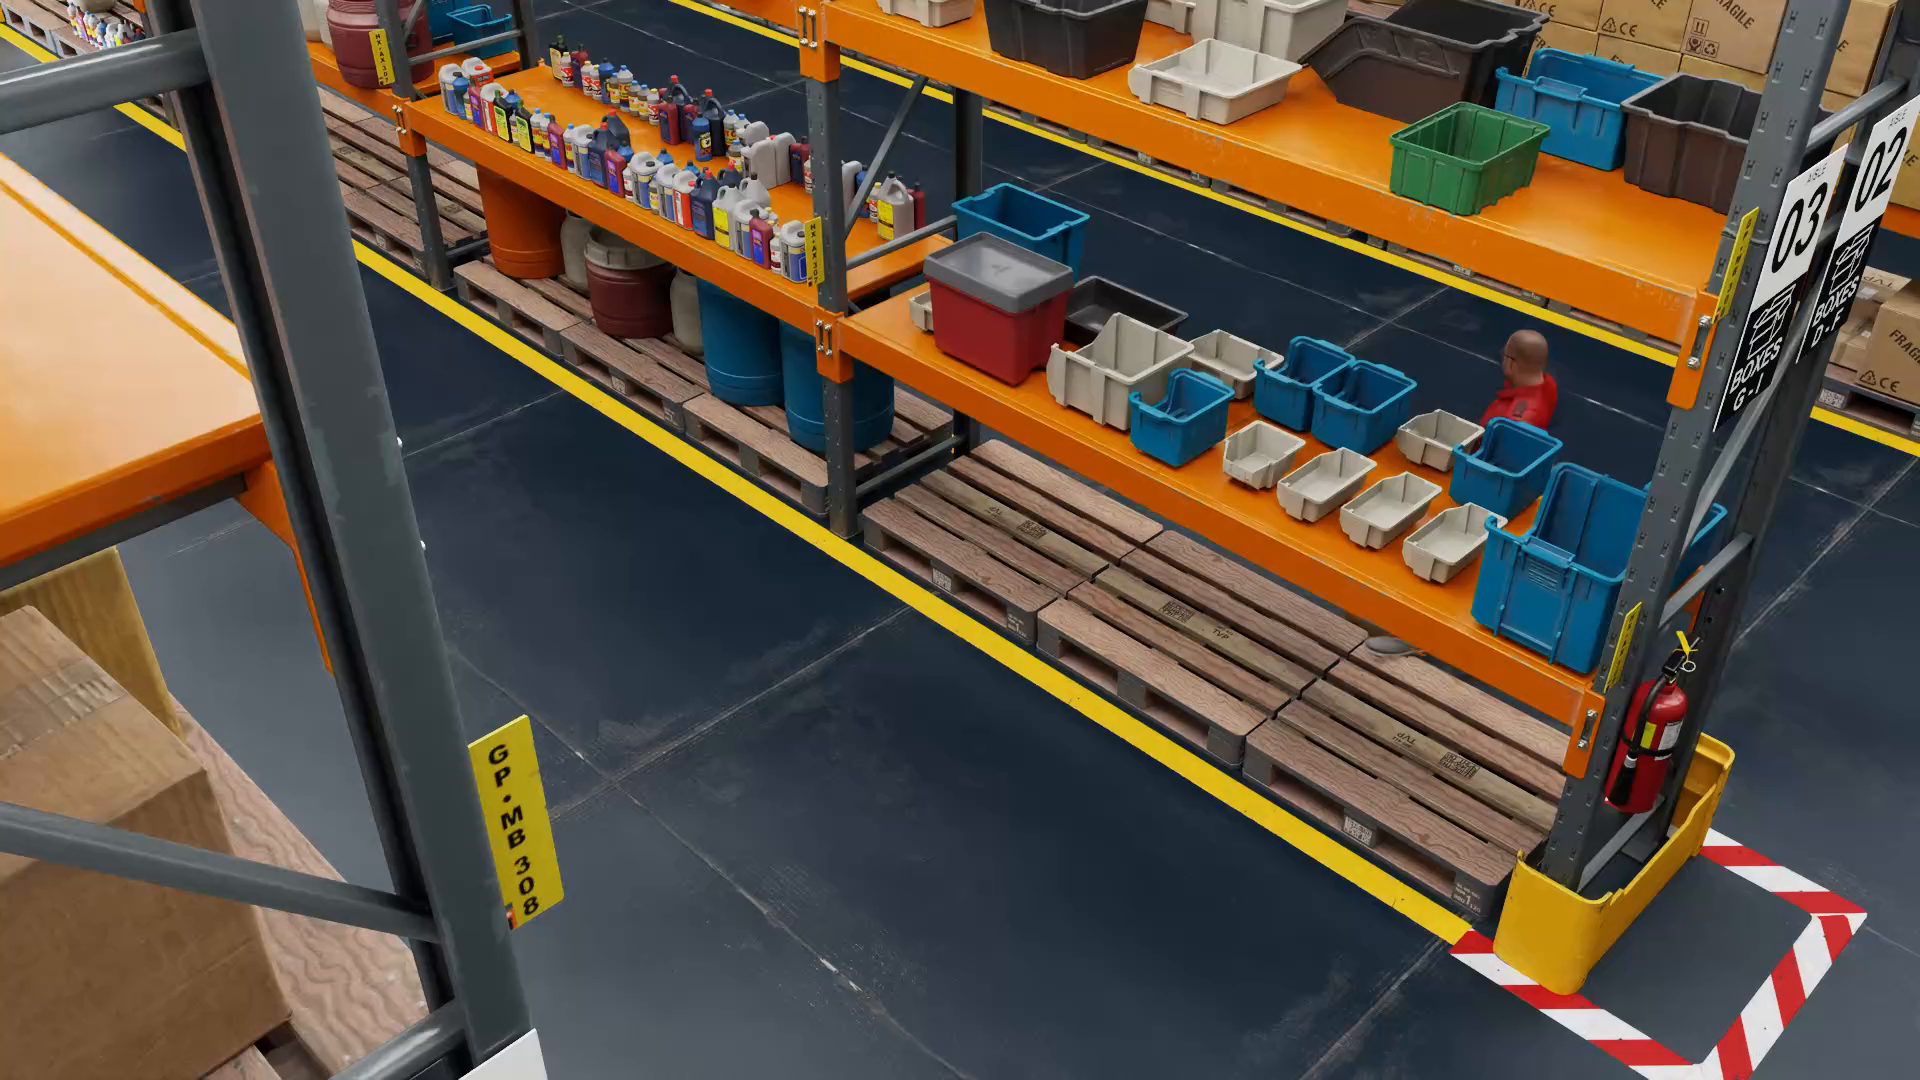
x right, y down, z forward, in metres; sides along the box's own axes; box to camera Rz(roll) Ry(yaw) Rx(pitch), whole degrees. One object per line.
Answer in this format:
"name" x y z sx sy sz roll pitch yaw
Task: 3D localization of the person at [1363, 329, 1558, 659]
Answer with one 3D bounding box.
"person" 2.336 -0.159 7.376 0.799 1.697 0.803 12 37 16
